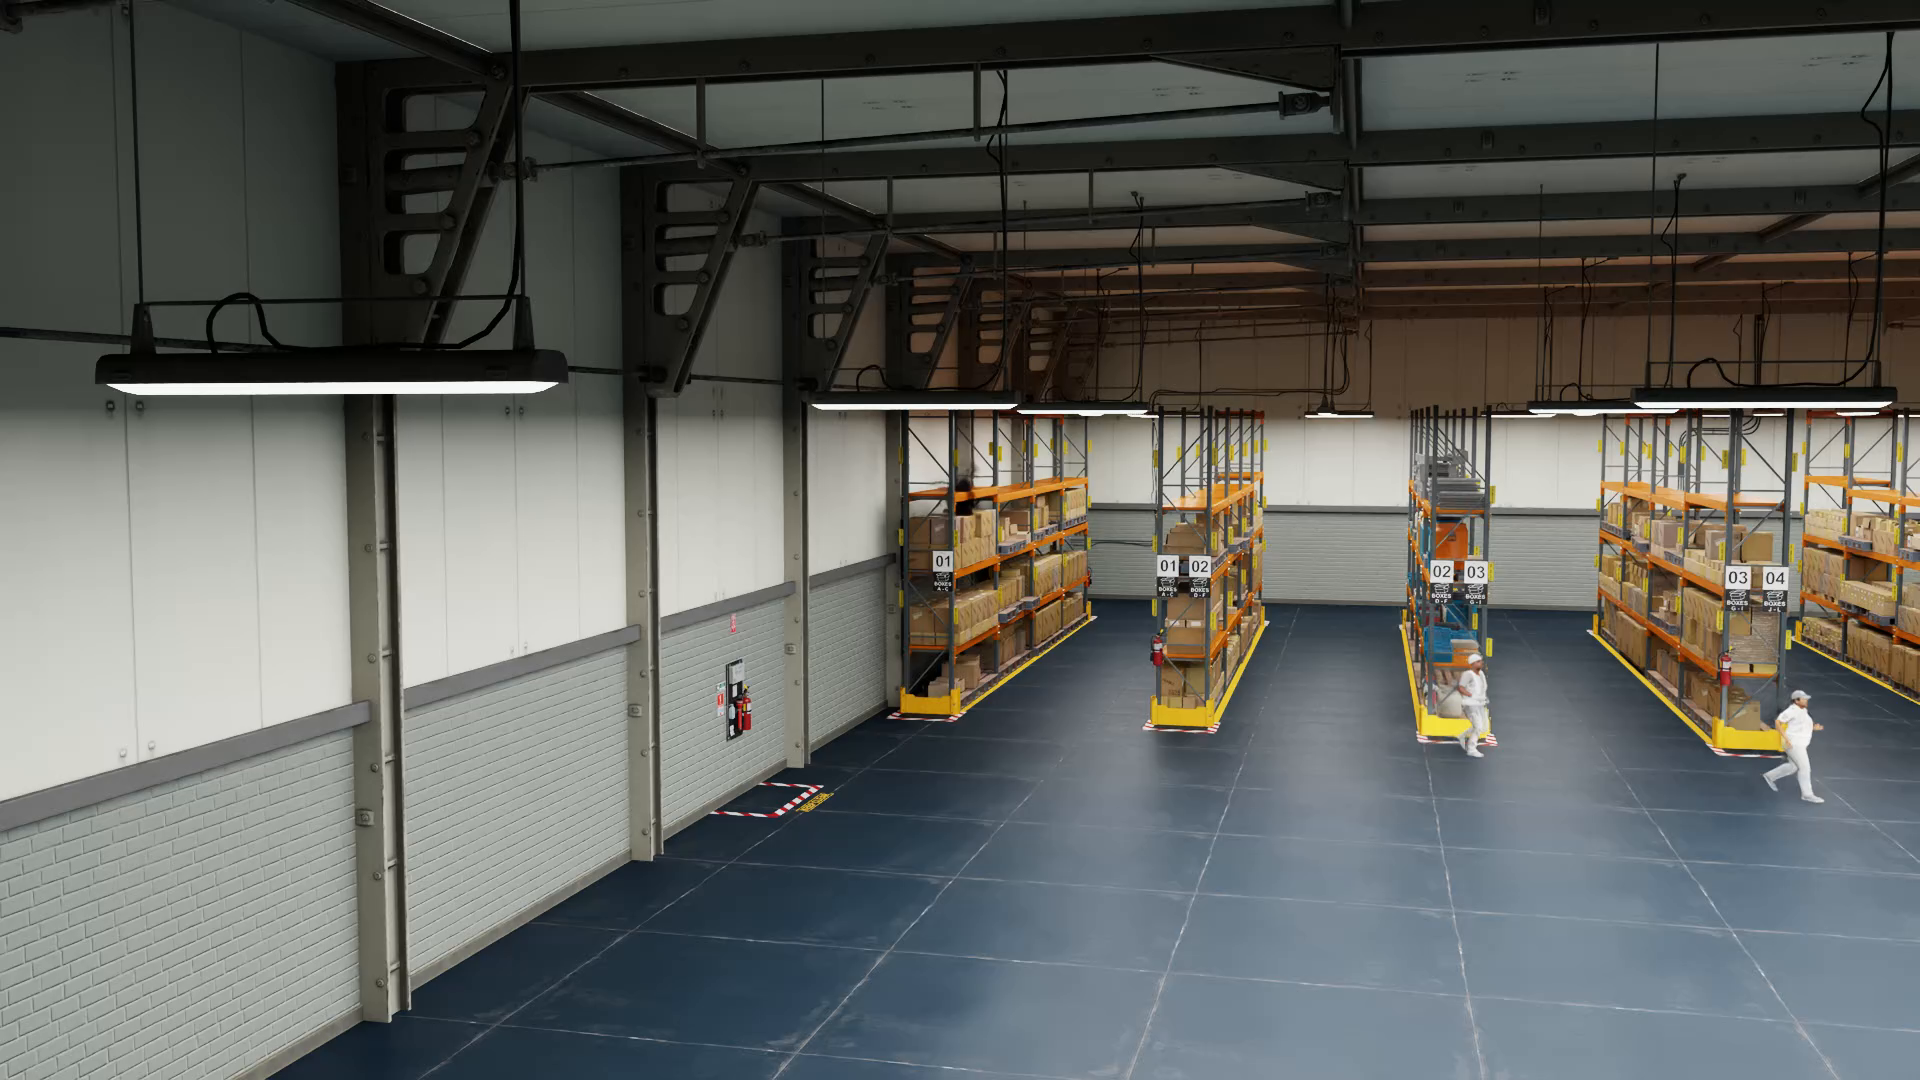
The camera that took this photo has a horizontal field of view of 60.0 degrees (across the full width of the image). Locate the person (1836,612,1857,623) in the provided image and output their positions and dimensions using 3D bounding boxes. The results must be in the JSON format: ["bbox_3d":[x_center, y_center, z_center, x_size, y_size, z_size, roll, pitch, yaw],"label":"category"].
[{"bbox_3d":[23.507,1.732,44.239,0.630,1.641,0.822,-3,5,-32],"label":"person"}]

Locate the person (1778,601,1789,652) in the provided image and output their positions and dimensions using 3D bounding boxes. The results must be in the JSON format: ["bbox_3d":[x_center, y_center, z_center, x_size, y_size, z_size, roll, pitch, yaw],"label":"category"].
[{"bbox_3d":[19.885,1.955,40.604,0.686,1.753,0.866,1,4,15],"label":"person"}]

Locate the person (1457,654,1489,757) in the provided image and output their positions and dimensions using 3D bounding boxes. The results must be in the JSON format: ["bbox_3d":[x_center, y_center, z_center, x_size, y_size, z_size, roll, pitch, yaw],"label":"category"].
[{"bbox_3d":[8.801,2.829,28.505,0.723,1.754,0.620,-4,6,-45],"label":"person"}]

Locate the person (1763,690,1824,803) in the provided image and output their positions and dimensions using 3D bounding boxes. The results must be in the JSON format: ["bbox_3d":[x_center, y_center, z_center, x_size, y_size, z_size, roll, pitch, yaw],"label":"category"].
[{"bbox_3d":[12.574,3.079,25.081,0.906,1.650,0.607,4,6,44],"label":"person"}]
